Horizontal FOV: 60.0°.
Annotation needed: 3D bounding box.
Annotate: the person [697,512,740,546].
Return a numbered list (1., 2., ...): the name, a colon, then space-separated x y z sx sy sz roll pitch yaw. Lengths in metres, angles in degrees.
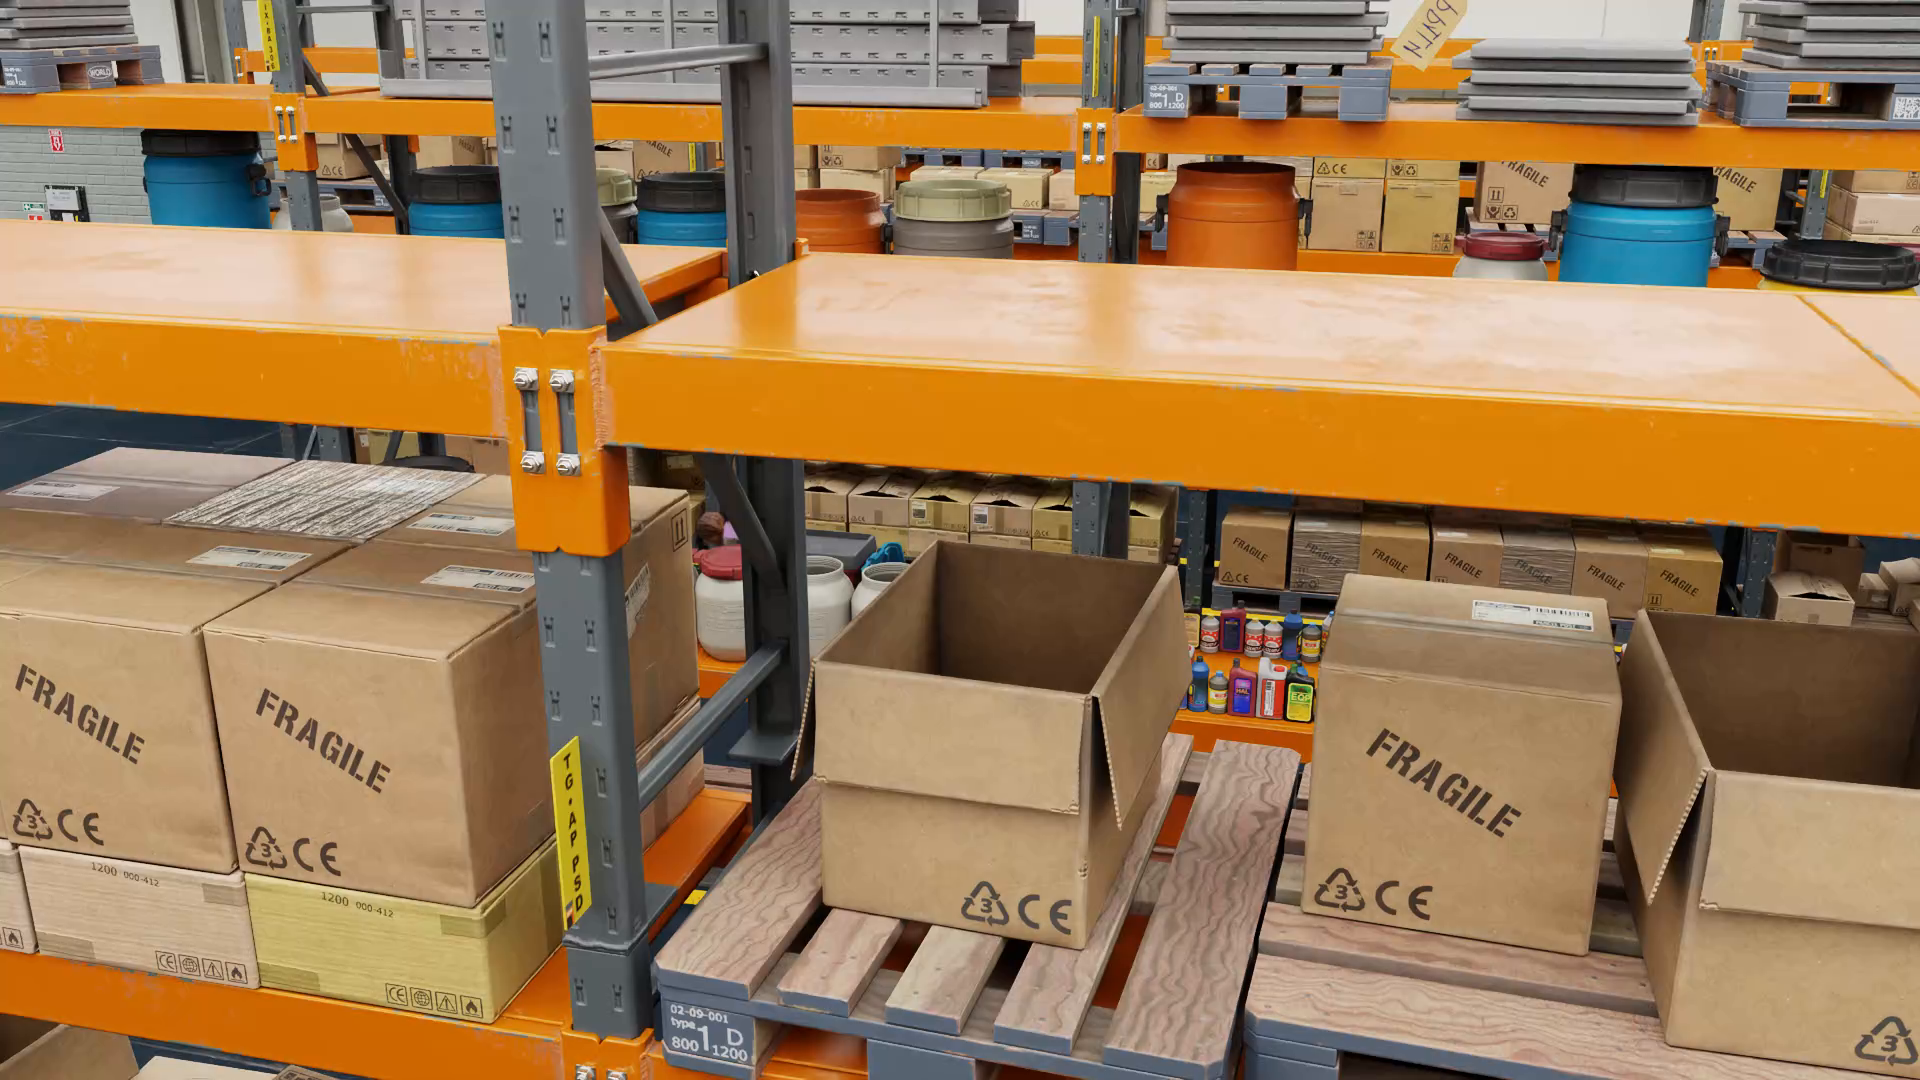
1. person: -1.513 0.272 12.290 0.863 0.947 0.425 4 19 11
